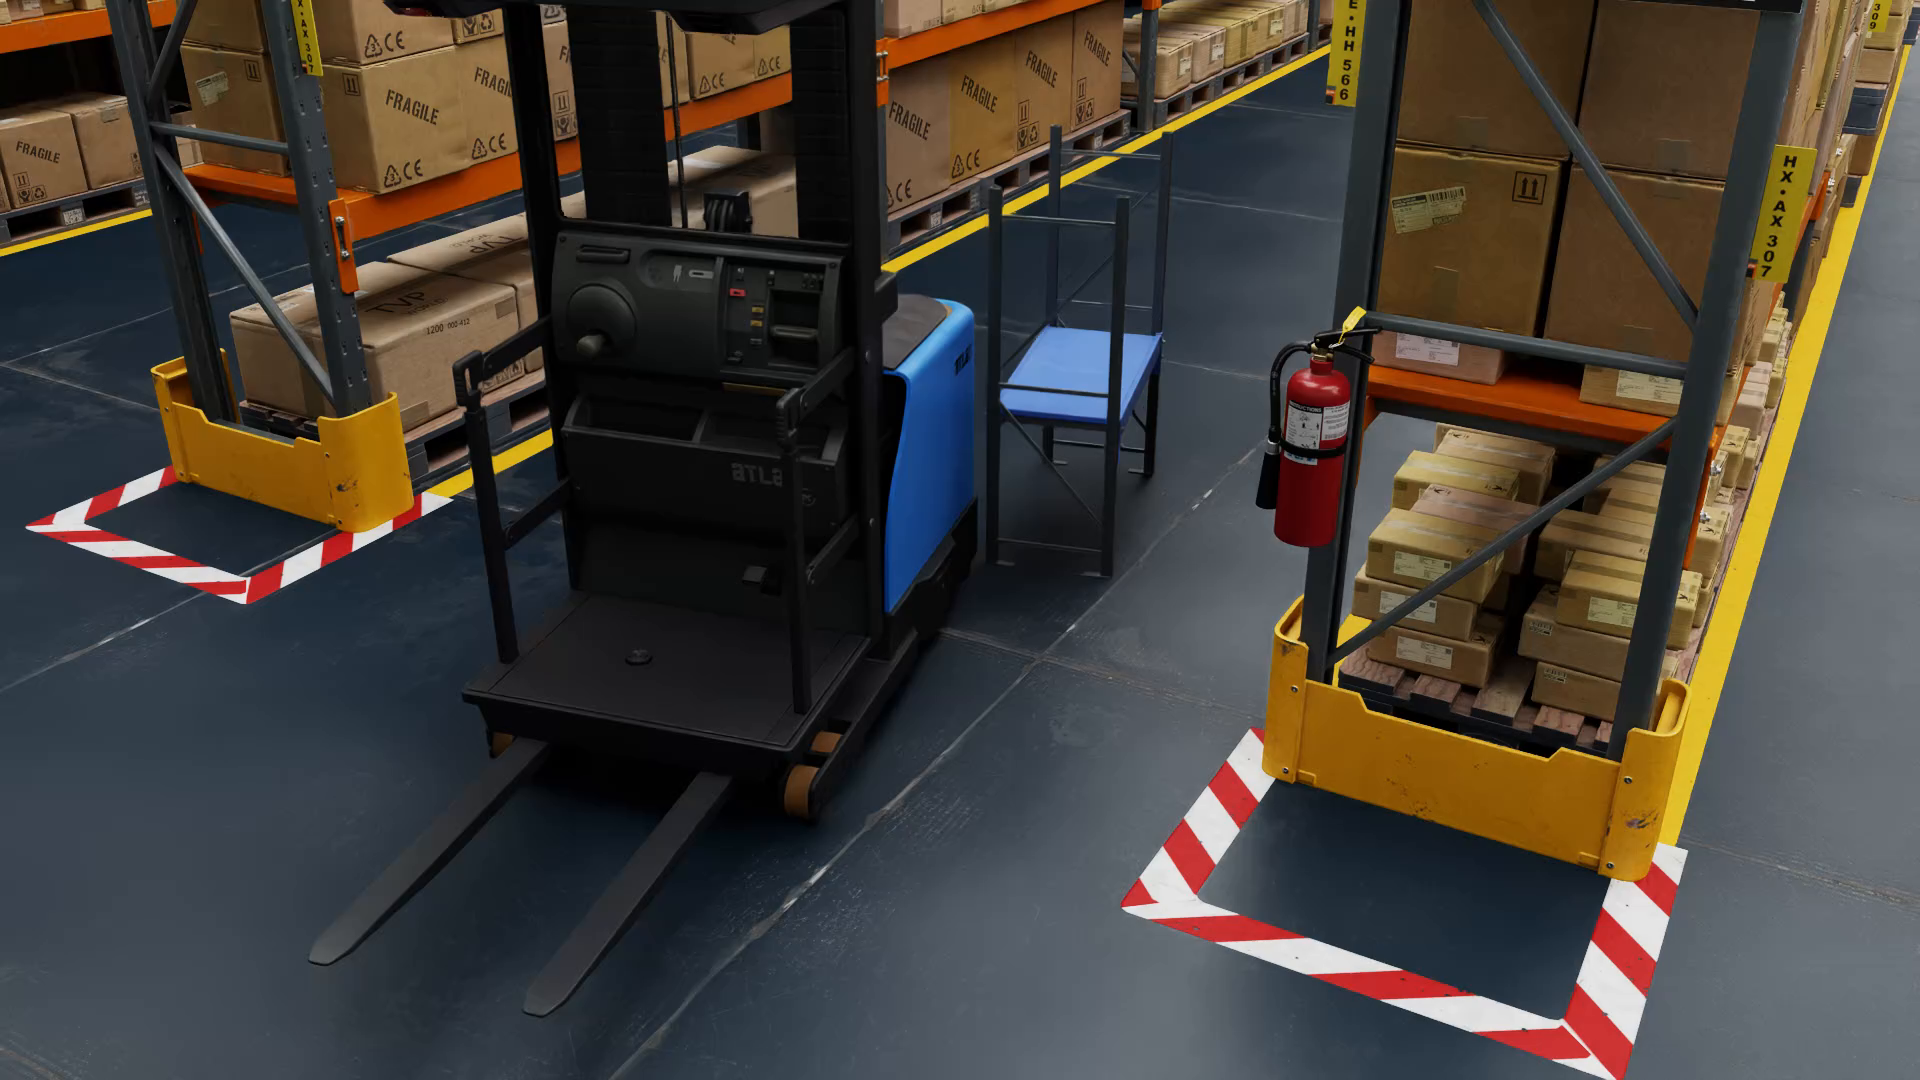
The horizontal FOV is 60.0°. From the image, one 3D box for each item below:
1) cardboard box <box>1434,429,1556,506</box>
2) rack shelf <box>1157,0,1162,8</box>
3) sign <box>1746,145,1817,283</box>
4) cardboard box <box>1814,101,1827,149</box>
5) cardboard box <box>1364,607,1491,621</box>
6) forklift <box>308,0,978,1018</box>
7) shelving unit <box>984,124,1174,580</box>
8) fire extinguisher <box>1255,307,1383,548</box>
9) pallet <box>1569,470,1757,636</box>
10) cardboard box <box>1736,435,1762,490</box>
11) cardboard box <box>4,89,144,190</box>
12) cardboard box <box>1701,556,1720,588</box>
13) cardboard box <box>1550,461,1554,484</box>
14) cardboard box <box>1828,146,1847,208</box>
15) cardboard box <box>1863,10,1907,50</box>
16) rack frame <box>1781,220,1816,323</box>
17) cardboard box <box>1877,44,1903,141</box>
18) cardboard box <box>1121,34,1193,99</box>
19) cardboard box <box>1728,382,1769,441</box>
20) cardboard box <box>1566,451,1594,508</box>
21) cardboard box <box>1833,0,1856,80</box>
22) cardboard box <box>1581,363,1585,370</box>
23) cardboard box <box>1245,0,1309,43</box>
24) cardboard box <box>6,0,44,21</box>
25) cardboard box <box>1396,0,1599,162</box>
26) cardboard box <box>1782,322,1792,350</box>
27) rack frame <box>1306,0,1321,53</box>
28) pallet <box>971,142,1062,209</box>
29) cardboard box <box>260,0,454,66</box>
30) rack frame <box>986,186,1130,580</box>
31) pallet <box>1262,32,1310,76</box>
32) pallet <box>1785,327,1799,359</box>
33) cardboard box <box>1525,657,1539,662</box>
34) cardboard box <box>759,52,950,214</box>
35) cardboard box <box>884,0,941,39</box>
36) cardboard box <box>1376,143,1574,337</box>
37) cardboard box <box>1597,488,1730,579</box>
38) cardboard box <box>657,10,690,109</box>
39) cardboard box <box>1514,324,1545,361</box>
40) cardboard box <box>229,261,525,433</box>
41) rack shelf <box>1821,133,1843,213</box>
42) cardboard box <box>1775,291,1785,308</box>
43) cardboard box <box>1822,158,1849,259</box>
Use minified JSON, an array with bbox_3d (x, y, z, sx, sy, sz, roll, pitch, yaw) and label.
[{"bbox_3d":[1.907,-0.255,5.959,0.380,0.149,0.250,13,29,24],"label":"cardboard box"},{"bbox_3d":[2.054,-5.139,14.468,1.077,0.370,4.000,14,30,26],"label":"rack shelf"},{"bbox_3d":[1.966,-0.780,3.991,0.100,0.325,0.005,14,30,26],"label":"sign"},{"bbox_3d":[2.694,-1.407,5.765,0.500,0.500,0.500,13,30,25],"label":"cardboard box"},{"bbox_3d":[1.610,0.201,5.713,0.380,0.149,0.250,15,30,28],"label":"cardboard box"},{"bbox_3d":[-0.859,-0.662,4.799,1.130,2.935,3.031,8,28,16],"label":"forklift"},{"bbox_3d":[0.480,-0.771,6.614,0.538,1.500,1.048,7,27,13],"label":"shelving unit"},{"bbox_3d":[0.968,-0.315,4.531,0.296,0.674,0.183,14,30,26],"label":"fire extinguisher"},{"bbox_3d":[2.563,-0.078,6.669,1.003,0.211,1.213,14,30,26],"label":"pallet"},{"bbox_3d":[3.056,-0.353,6.820,0.380,0.149,0.250,14,30,26],"label":"cardboard box"},{"bbox_3d":[-5.840,-2.671,11.059,0.700,0.500,0.500,13,29,24],"label":"cardboard box"},{"bbox_3d":[2.423,0.009,5.765,0.380,0.149,0.250,15,30,28],"label":"cardboard box"},{"bbox_3d":[2.003,-0.235,6.251,0.380,0.149,0.250,15,30,27],"label":"cardboard box"},{"bbox_3d":[4.315,-1.915,8.710,0.500,0.250,0.500,15,30,27],"label":"cardboard box"},{"bbox_3d":[4.056,-2.332,7.537,0.380,0.149,0.250,15,30,27],"label":"cardboard box"},{"bbox_3d":[3.462,-2.071,7.537,1.000,3.000,0.127,14,30,26],"label":"rack frame"},{"bbox_3d":[6.234,-3.371,12.177,1.050,0.750,0.750,15,30,27],"label":"cardboard box"},{"bbox_3d":[1.357,-3.912,13.680,0.950,0.372,0.625,12,29,23],"label":"cardboard box"},{"bbox_3d":[2.936,-0.530,6.509,0.380,0.149,0.250,13,29,24],"label":"cardboard box"},{"bbox_3d":[2.337,-0.280,6.673,0.380,0.149,0.250,15,30,28],"label":"cardboard box"},{"bbox_3d":[2.711,-1.849,5.532,0.500,0.500,0.500,13,29,25],"label":"cardboard box"},{"bbox_3d":[2.028,-0.563,4.804,0.380,0.149,0.250,15,30,28],"label":"cardboard box"},{"bbox_3d":[2.782,-5.048,15.949,0.950,0.372,0.625,15,30,27],"label":"cardboard box"},{"bbox_3d":[-5.933,-3.324,10.320,0.380,0.149,0.250,14,30,26],"label":"cardboard box"},{"bbox_3d":[1.502,-1.371,4.576,0.500,0.500,0.500,14,30,25],"label":"cardboard box"},{"bbox_3d":[3.583,-0.925,7.630,0.380,0.149,0.250,15,30,27],"label":"cardboard box"},{"bbox_3d":[3.038,-6.240,15.864,1.000,3.000,0.127,14,30,26],"label":"rack frame"},{"bbox_3d":[0.015,-2.670,11.848,1.003,0.211,1.213,14,30,26],"label":"pallet"},{"bbox_3d":[-2.381,-2.179,6.524,0.500,0.500,0.500,13,30,25],"label":"cardboard box"},{"bbox_3d":[0.347,-0.551,6.176,0.500,1.500,0.032,7,27,13],"label":"rack frame"},{"bbox_3d":[2.656,-4.689,15.882,1.003,0.211,1.213,14,30,26],"label":"pallet"},{"bbox_3d":[3.843,-1.128,8.768,1.003,0.211,1.213,14,30,26],"label":"pallet"},{"bbox_3d":[2.088,0.321,5.474,0.380,0.149,0.250,14,30,26],"label":"cardboard box"},{"bbox_3d":[-0.662,-2.619,10.535,0.875,0.875,0.875,15,30,28],"label":"cardboard box"},{"bbox_3d":[-0.451,-3.168,9.896,0.500,0.250,0.500,13,30,25],"label":"cardboard box"},{"bbox_3d":[1.491,-0.922,4.797,0.500,0.500,0.500,15,30,27],"label":"cardboard box"},{"bbox_3d":[2.314,-0.025,5.500,0.380,0.149,0.250,14,30,26],"label":"cardboard box"},{"bbox_3d":[-1.657,-2.328,7.938,0.500,0.500,0.500,15,30,28],"label":"cardboard box"},{"bbox_3d":[1.563,-0.678,5.035,0.380,0.149,0.250,14,30,26],"label":"cardboard box"},{"bbox_3d":[-2.628,-0.885,7.559,0.875,0.438,0.875,13,29,24],"label":"cardboard box"},{"bbox_3d":[4.445,-2.529,9.255,1.077,0.370,4.000,14,30,26],"label":"rack shelf"},{"bbox_3d":[3.513,-1.054,7.557,0.380,0.149,0.250,15,30,28],"label":"cardboard box"},{"bbox_3d":[4.829,-1.975,9.668,0.500,0.500,0.500,13,29,24],"label":"cardboard box"}]
